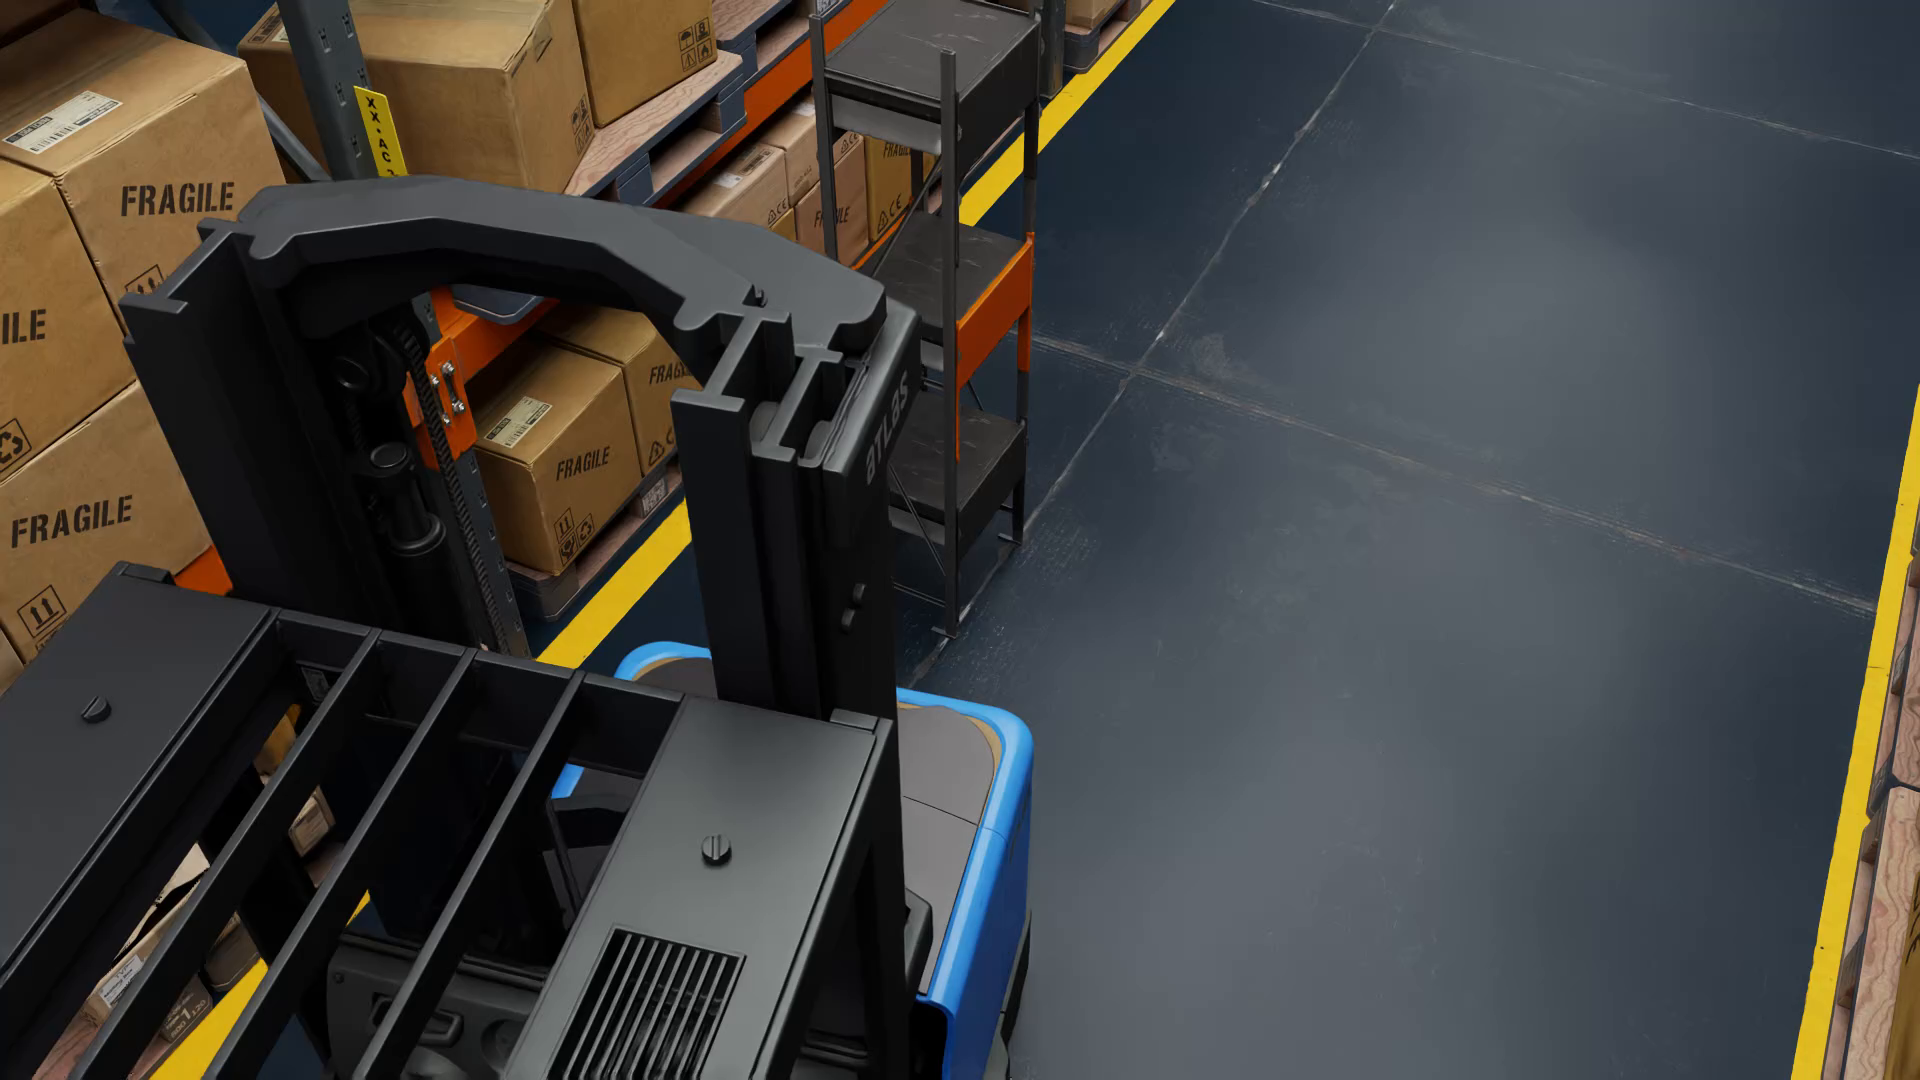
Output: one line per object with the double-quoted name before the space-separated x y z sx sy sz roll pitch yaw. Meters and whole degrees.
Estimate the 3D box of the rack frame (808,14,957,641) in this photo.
"rack frame" -0.190 -0.480 4.748 0.400 2.100 0.015 20 49 19

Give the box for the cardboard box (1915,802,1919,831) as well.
"cardboard box" 3.141 0.439 4.423 0.750 0.750 0.750 22 49 20

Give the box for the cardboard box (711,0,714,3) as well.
"cardboard box" -1.079 -2.105 5.356 0.700 0.500 0.500 9 46 9

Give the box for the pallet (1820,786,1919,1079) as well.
"pallet" 2.836 1.313 4.303 1.003 0.211 1.213 20 49 19

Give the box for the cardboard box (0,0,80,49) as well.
"cardboard box" -2.313 -0.972 3.828 0.500 0.500 0.500 22 49 20

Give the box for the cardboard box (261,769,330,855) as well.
"cardboard box" -1.979 0.767 4.578 0.380 0.149 0.250 20 49 19

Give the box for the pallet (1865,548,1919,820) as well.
"pallet" 3.401 0.542 5.066 1.003 0.211 1.213 20 49 19

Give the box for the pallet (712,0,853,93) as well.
"pallet" -0.887 -2.015 5.767 1.003 0.211 1.213 20 49 19

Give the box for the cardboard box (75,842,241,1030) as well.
"cardboard box" -2.206 0.927 4.306 0.500 0.311 0.500 20 49 19

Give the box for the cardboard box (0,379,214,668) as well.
"cardboard box" -2.088 -0.099 3.669 0.500 0.500 0.500 22 49 20

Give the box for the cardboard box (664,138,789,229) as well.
"cardboard box" -0.940 -1.183 5.731 0.500 0.250 0.500 21 49 19

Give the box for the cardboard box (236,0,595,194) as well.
"cardboard box" -1.427 -1.196 4.458 0.700 0.500 0.500 6 46 6

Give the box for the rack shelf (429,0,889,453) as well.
"rack shelf" -0.916 -1.796 5.922 1.077 0.370 4.000 20 49 19

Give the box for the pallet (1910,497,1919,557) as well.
"pallet" 3.969 -0.224 5.823 1.003 0.211 1.213 20 49 19

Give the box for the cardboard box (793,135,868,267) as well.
"cardboard box" -0.693 -1.260 6.334 0.500 0.500 0.500 19 48 18

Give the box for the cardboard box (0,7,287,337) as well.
"cardboard box" -1.850 -0.772 3.630 0.500 0.500 0.500 21 49 19

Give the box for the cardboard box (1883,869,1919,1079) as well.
"cardboard box" 2.731 1.000 3.869 0.750 0.750 0.750 21 49 19

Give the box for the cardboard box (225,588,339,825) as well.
"cardboard box" -1.858 0.388 4.706 0.500 0.500 0.500 20 49 19

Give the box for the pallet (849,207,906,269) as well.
"pallet" -0.936 -1.105 6.694 1.003 0.211 1.213 20 49 19

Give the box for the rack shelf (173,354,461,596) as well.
"rack shelf" -2.773 0.724 3.431 1.077 0.370 4.000 20 49 19

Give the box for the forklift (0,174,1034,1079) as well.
"forklift" -0.681 1.056 2.646 1.130 2.935 3.031 10 46 10

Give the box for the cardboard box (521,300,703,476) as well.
"cardboard box" -1.167 -0.629 5.711 0.500 0.500 0.500 21 49 20

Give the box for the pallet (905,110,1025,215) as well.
"pallet" -0.368 -1.871 7.451 1.003 0.211 1.213 20 49 19

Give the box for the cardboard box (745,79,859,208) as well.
"cardboard box" -0.708 -1.499 6.043 0.500 0.250 0.500 20 49 18

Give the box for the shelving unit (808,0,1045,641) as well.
"shelving unit" -0.077 -0.634 4.900 0.431 2.100 0.503 20 49 19

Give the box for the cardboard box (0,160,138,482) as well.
"cardboard box" -2.086 -0.448 3.310 0.500 0.500 0.500 20 49 18

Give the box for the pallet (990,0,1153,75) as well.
"pallet" 0.429 -2.834 8.403 1.003 0.211 1.213 20 49 19

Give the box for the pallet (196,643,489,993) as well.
"pallet" -2.164 0.624 4.985 1.003 0.211 1.213 20 49 19

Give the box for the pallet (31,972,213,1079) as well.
"pallet" -2.730 1.395 4.223 1.003 0.211 1.213 20 49 19

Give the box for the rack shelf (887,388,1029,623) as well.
"rack shelf" -0.077 -0.132 5.408 0.431 0.518 0.480 20 49 19

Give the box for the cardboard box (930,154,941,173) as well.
"cardboard box" -0.214 -1.918 6.985 0.500 0.500 0.500 22 49 21

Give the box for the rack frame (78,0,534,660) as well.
"rack frame" -1.845 -0.789 4.421 1.000 3.000 0.127 20 49 19

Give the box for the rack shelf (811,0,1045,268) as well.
"rack shelf" -0.077 -1.116 4.412 0.431 0.518 0.480 20 49 19

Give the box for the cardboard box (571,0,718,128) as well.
"cardboard box" -1.164 -1.650 4.907 0.700 0.500 0.500 28 52 25

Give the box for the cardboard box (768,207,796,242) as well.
"cardboard box" -0.928 -0.941 6.019 0.500 0.500 0.500 21 49 20

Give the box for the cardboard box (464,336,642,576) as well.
"cardboard box" -1.404 -0.289 5.375 0.500 0.500 0.500 18 48 17

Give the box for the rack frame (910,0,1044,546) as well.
"rack frame" 0.036 -0.788 5.052 0.400 2.100 0.015 20 49 19

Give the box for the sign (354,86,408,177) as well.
"sign" -1.361 -0.919 3.941 0.100 0.325 0.005 20 49 19

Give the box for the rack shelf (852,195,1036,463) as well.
"rack shelf" -0.077 -0.624 4.910 0.431 0.518 0.480 20 49 19

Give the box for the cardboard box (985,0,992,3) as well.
"cardboard box" 0.040 -2.902 8.147 0.500 0.250 0.500 22 49 20

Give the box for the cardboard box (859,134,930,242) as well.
"cardboard box" -0.455 -1.592 6.663 0.500 0.500 0.500 19 48 18

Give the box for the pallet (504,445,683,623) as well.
"pallet" -1.501 -0.334 5.931 1.003 0.211 1.213 20 49 19

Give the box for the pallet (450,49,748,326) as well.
"pallet" -1.377 -1.189 4.951 1.003 0.211 1.213 20 49 19

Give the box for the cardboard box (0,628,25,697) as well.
"cardboard box" -2.324 0.225 3.348 0.500 0.500 0.500 22 49 20

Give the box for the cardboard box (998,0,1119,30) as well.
"cardboard box" 0.515 -2.723 7.970 0.500 0.250 0.500 20 49 19

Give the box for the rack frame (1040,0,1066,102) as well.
"rack frame" 0.012 -3.309 6.911 1.000 3.000 0.127 20 49 19
